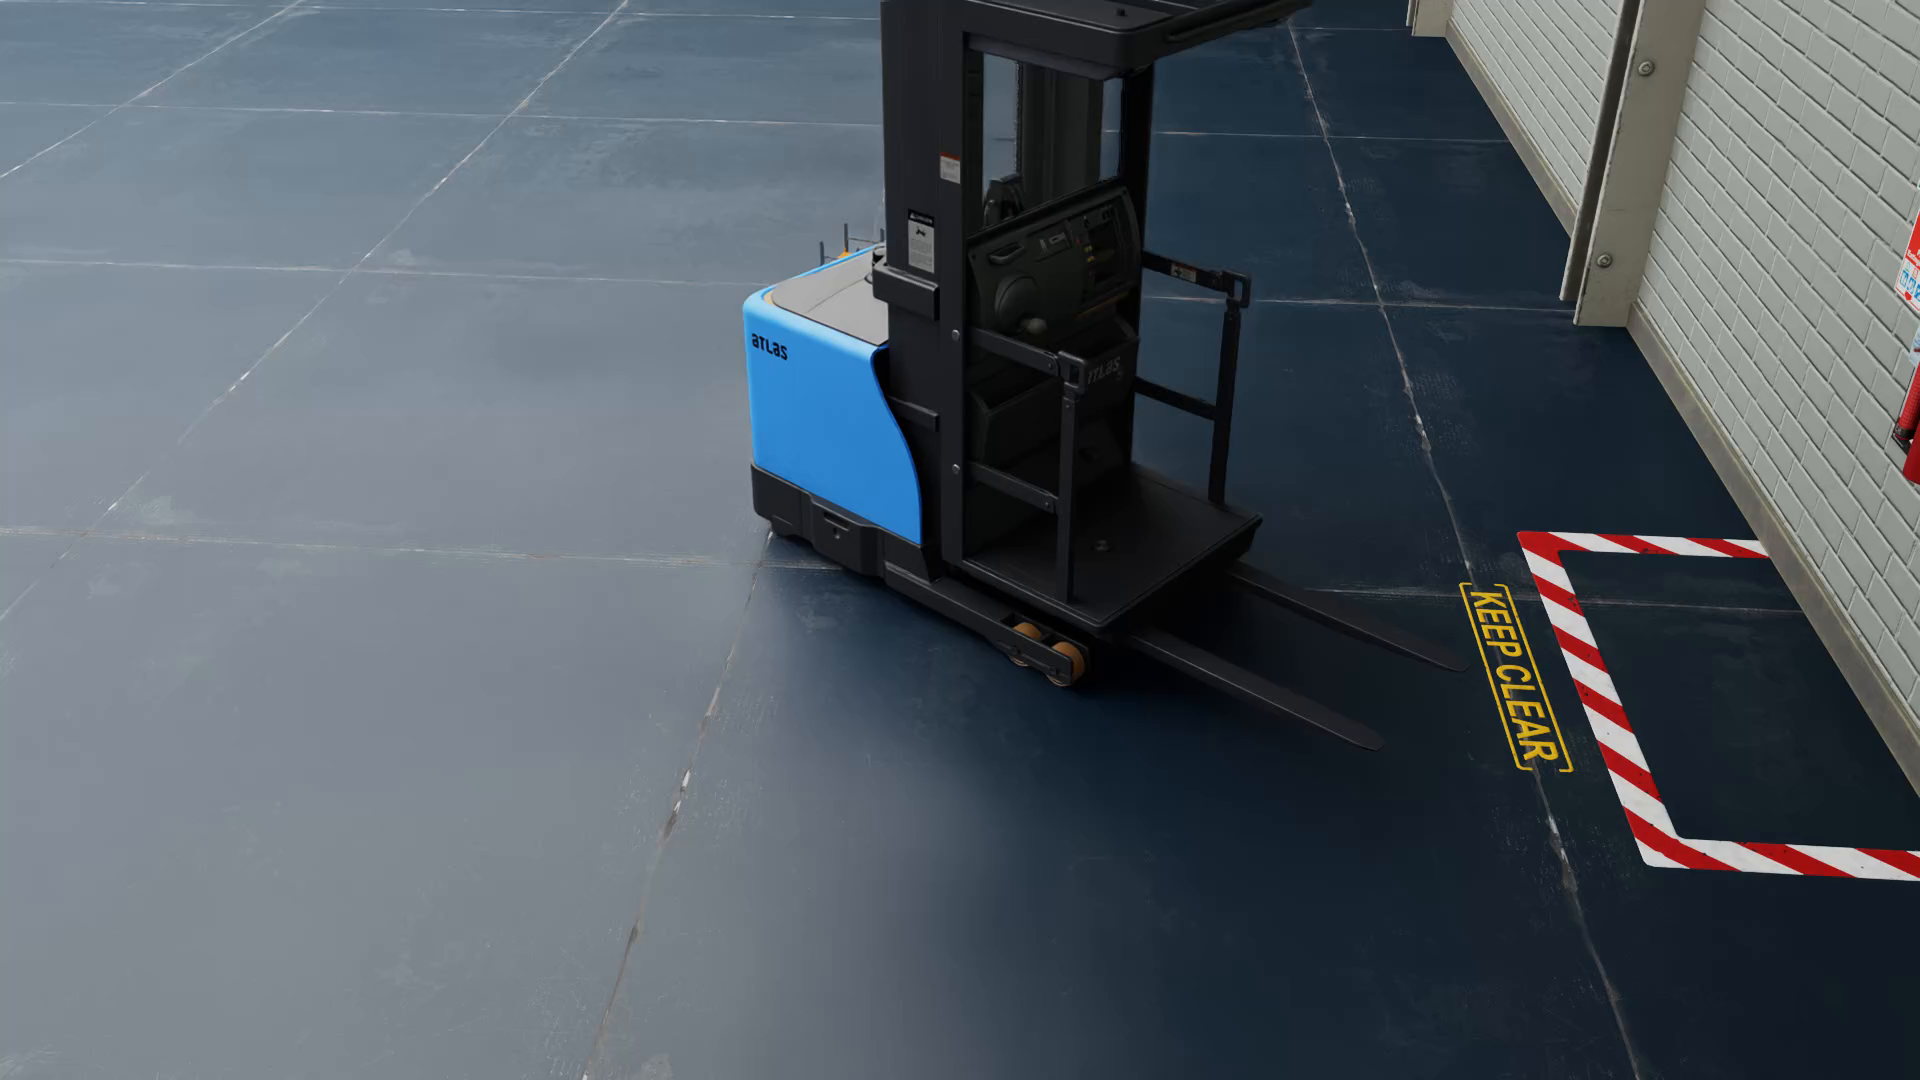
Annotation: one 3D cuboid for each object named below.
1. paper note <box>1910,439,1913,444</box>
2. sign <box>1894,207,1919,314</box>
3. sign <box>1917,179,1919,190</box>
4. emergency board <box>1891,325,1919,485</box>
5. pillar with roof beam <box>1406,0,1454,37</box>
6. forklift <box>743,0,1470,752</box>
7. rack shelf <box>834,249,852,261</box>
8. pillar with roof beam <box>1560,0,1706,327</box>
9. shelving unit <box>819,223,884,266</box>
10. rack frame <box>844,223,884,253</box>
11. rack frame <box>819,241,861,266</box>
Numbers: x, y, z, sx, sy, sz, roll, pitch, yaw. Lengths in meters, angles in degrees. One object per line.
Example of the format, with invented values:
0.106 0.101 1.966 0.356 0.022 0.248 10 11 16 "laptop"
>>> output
3.399 -0.427 5.923 0.016 0.148 0.142 2 32 4 "paper note"
3.463 -1.012 6.000 0.001 0.329 0.234 2 32 4 "sign"
3.454 -1.236 5.857 0.001 0.109 0.331 2 32 4 "sign"
3.315 -0.712 5.547 0.194 1.169 0.643 2 32 4 "emergency board"
-0.238 -8.434 12.359 9.100 9.000 0.400 2 32 4 "pillar with roof beam"
0.520 -1.002 6.082 3.031 2.935 1.130 25 40 35 "forklift"
-0.486 -1.156 7.605 0.215 0.259 0.240 12 34 19 "rack shelf"
-0.726 -5.297 7.268 9.100 9.000 0.400 2 32 4 "pillar with roof beam"
-0.486 -0.924 7.748 0.215 1.050 0.252 12 34 19 "shelving unit"
-0.439 -0.983 7.844 0.200 1.050 0.008 12 34 19 "rack frame"
-0.533 -0.865 7.652 0.200 1.050 0.008 12 34 19 "rack frame"
